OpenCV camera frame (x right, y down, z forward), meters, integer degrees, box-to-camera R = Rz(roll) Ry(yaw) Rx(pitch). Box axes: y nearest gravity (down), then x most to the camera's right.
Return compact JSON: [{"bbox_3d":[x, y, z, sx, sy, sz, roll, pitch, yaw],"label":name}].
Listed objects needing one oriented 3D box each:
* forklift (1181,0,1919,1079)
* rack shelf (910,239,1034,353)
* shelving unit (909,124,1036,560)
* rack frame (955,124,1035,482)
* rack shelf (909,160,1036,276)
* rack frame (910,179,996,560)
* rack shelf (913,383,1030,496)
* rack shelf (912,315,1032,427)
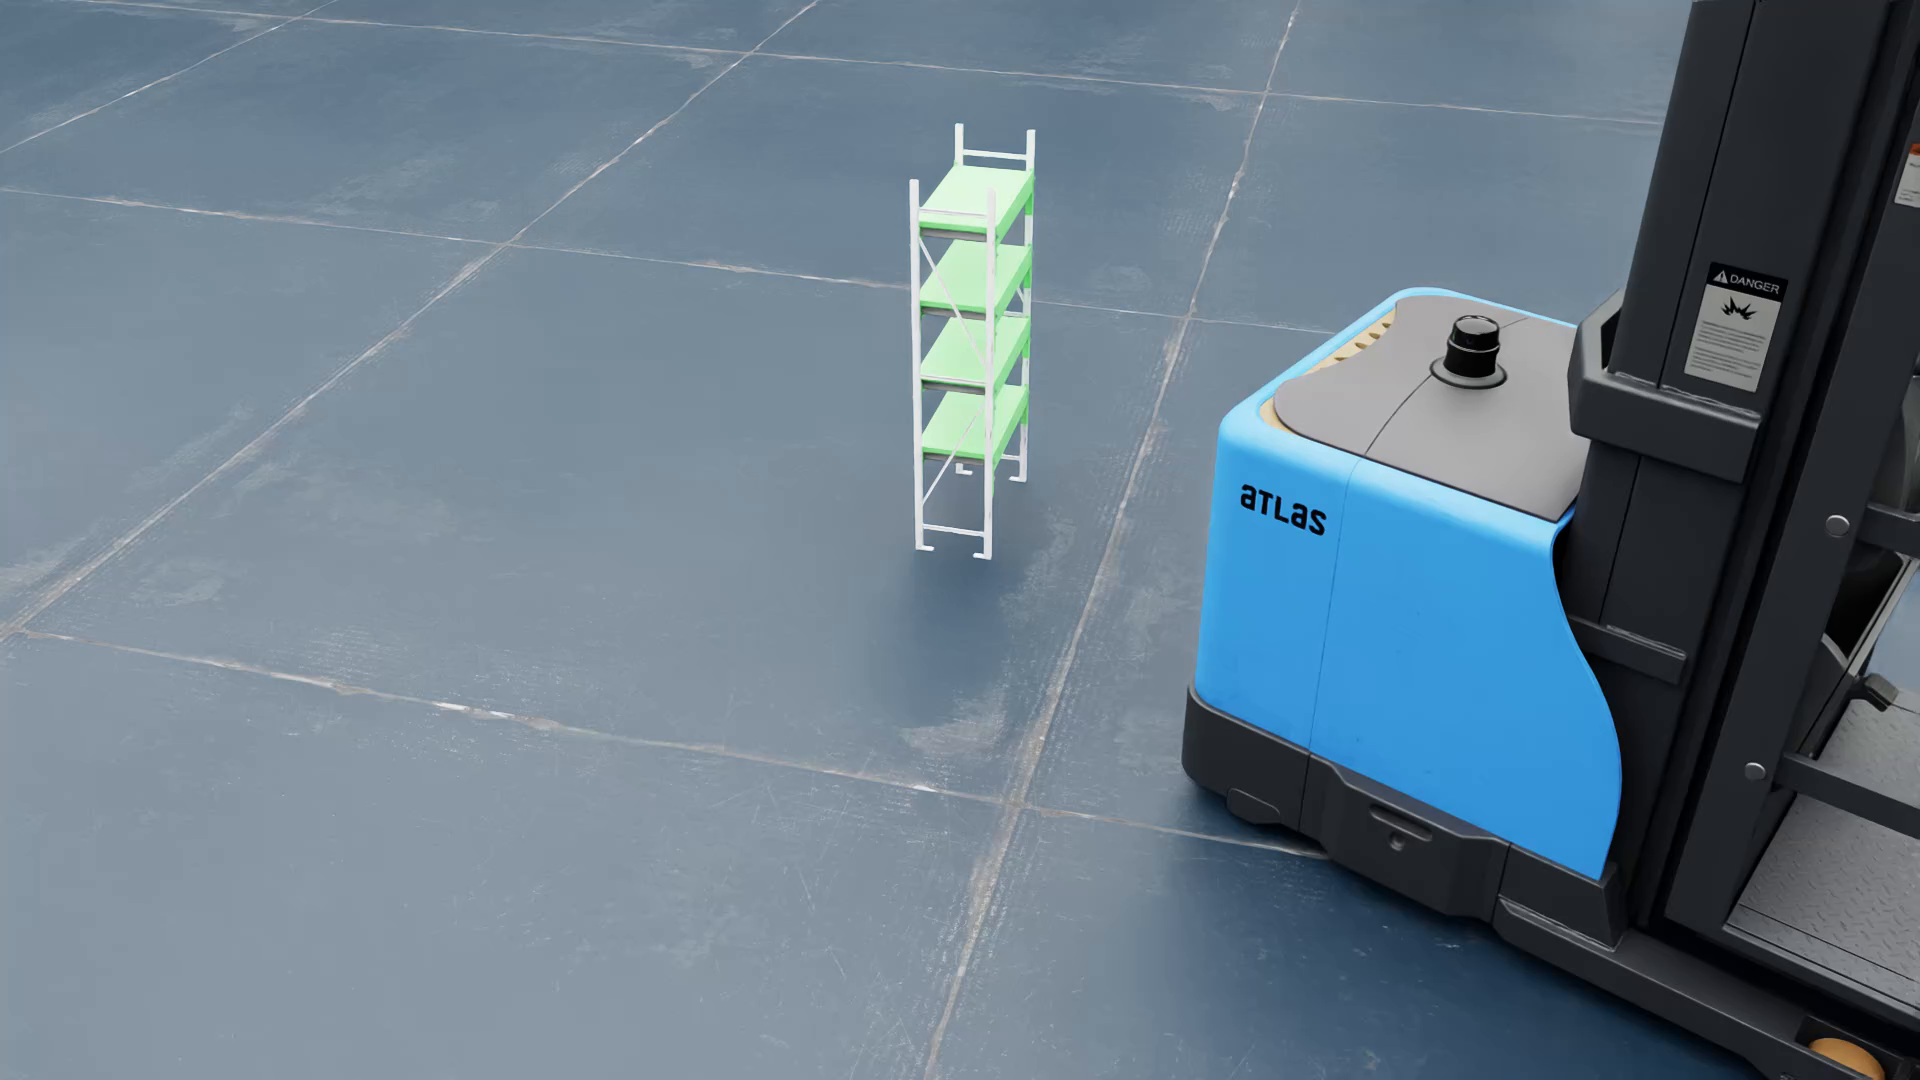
[{"bbox_3d":[2.029,-0.311,3.007,3.031,2.935,1.130,23,39,32],"label":"forklift"},{"bbox_3d":[0.042,-0.741,4.969,0.258,0.148,0.480,8,33,12],"label":"rack shelf"},{"bbox_3d":[0.042,-0.592,5.063,0.258,1.200,0.503,8,33,12],"label":"shelving unit"},{"bbox_3d":[0.104,-0.719,5.262,0.240,1.200,0.015,8,33,12],"label":"rack frame"},{"bbox_3d":[0.042,-0.943,4.840,0.258,0.148,0.480,8,33,12],"label":"rack shelf"},{"bbox_3d":[-0.020,-0.466,4.864,0.240,1.200,0.015,8,33,12],"label":"rack frame"},{"bbox_3d":[0.042,-0.336,5.226,0.258,0.148,0.480,8,33,12],"label":"rack shelf"},{"bbox_3d":[0.042,-0.538,5.098,0.258,0.148,0.480,8,33,12],"label":"rack shelf"}]
